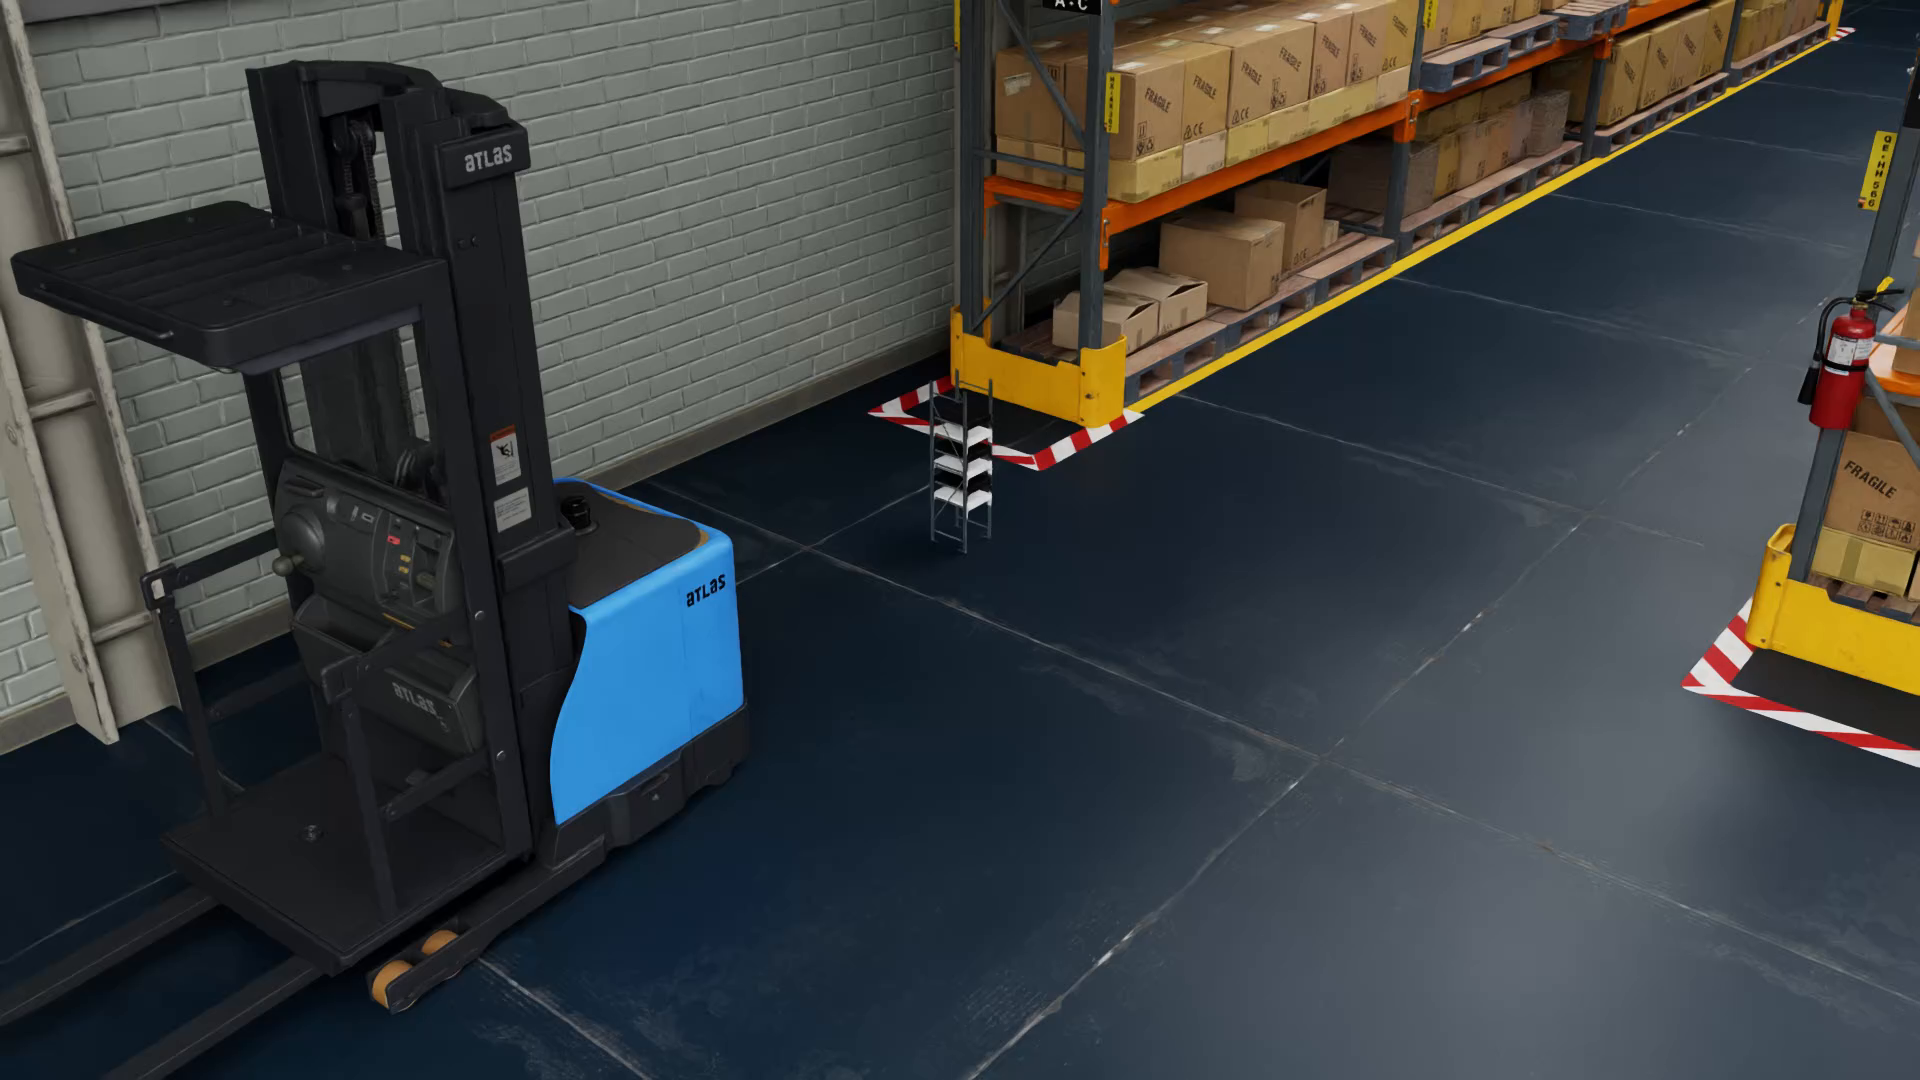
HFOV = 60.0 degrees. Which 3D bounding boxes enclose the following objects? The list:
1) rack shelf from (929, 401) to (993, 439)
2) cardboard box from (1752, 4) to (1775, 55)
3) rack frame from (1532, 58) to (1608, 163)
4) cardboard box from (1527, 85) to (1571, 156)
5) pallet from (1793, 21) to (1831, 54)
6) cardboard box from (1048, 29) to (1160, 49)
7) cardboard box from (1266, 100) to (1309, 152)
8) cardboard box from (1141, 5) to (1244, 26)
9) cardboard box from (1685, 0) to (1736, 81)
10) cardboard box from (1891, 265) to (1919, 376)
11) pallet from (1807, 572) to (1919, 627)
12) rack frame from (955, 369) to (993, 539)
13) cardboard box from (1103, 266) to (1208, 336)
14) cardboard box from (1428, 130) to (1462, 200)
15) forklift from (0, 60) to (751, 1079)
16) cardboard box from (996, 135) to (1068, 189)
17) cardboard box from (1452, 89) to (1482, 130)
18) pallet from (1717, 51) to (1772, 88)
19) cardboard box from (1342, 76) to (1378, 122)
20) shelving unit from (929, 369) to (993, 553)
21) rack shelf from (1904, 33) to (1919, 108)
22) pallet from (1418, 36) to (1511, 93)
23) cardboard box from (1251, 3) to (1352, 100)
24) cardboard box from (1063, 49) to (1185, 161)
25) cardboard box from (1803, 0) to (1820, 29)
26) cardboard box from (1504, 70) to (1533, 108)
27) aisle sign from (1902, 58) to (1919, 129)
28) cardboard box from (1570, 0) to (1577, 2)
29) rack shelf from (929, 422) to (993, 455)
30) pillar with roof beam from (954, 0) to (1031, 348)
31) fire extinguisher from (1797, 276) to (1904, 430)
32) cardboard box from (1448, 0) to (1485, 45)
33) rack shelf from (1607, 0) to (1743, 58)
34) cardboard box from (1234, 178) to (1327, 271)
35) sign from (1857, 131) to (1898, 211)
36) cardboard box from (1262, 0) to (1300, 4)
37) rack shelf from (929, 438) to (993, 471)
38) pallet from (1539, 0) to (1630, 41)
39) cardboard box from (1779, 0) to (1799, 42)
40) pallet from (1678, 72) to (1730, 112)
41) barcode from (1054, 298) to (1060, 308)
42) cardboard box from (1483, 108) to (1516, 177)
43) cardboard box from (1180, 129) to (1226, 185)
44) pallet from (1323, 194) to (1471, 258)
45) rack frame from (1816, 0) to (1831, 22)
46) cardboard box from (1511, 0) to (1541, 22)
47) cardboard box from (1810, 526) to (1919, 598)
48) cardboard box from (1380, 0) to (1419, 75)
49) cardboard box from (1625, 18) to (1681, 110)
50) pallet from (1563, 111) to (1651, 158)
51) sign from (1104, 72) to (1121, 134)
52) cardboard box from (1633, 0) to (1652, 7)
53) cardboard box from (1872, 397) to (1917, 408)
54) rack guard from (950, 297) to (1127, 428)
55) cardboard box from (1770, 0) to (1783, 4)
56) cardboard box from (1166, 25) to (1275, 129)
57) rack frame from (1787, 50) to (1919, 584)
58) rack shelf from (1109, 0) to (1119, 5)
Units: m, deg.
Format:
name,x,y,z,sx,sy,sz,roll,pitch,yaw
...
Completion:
name,x,y,z,sx,sy,sz,roll,pitch,yaw
rack shelf,0.005,-0.613,8.440,0.258,0.077,0.200,21,34,34
cardboard box,8.934,-5.945,19.240,0.700,0.500,0.500,20,34,34
rack frame,5.513,-5.038,15.224,1.000,3.000,0.127,21,34,34
cardboard box,5.095,-3.853,15.174,0.700,0.500,0.500,21,34,35
pallet,10.153,-6.329,20.755,1.003,0.211,1.213,21,34,34
cardboard box,0.888,-2.882,10.381,0.500,0.500,0.500,21,34,35
cardboard box,1.951,-2.770,10.981,0.500,0.250,0.500,21,34,35
cardboard box,1.534,-3.245,11.083,0.500,0.500,0.500,21,34,35
cardboard box,7.744,-5.419,17.844,0.750,0.750,0.750,21,34,35
cardboard box,4.556,-0.961,7.235,0.700,0.500,0.500,21,34,34
pallet,4.703,0.200,8.133,1.003,0.211,1.213,21,34,34
rack frame,0.070,-0.439,8.618,0.240,0.900,0.006,21,34,34
cardboard box,1.296,-1.624,11.072,0.500,0.311,0.500,24,36,38
cardboard box,3.714,-3.169,13.852,0.700,0.500,0.500,20,33,33
forklift,-2.144,0.044,5.474,1.130,2.935,3.031,19,33,32
cardboard box,0.572,-2.366,10.201,0.500,0.250,0.500,21,34,35
cardboard box,4.029,-3.646,13.960,0.500,0.250,0.500,20,33,33
pallet,8.601,-5.464,19.083,1.003,0.211,1.213,21,34,34
cardboard box,2.578,-3.131,11.680,0.500,0.250,0.500,21,34,35
shelving unit,0.005,-0.403,8.549,0.258,0.900,0.210,21,34,34
rack shelf,5.521,-2.477,7.792,1.077,0.370,4.000,21,34,34
pallet,3.567,-3.763,12.968,1.003,0.211,1.213,21,34,34
cardboard box,2.265,-3.283,11.157,0.500,0.500,0.500,20,33,33
cardboard box,0.960,-2.558,9.756,0.500,0.500,0.500,21,34,34
cardboard box,10.233,-6.673,20.648,0.700,0.500,0.500,21,34,34
cardboard box,4.684,-4.002,14.647,0.500,0.250,0.500,21,34,35
aisle sign,3.981,-1.972,6.469,0.394,0.787,0.004,21,34,34
cardboard box,5.222,-5.108,14.772,0.700,0.500,0.500,16,32,29
rack shelf,0.005,-0.533,8.481,0.258,0.077,0.200,21,34,34
pillar with roof beam,3.524,-4.109,6.899,9.100,9.000,0.400,21,34,34
fire extinguisher,3.816,-0.815,7.144,0.296,0.674,0.183,21,34,34
cardboard box,3.680,-4.226,13.067,0.500,0.500,0.700,-24,36,-39
rack shelf,6.785,-5.427,16.760,1.077,0.370,4.000,21,34,34
cardboard box,2.339,-2.325,12.222,0.500,0.500,0.500,18,32,31
sign,3.839,-1.538,6.941,0.100,0.325,0.005,21,34,34
cardboard box,2.177,-3.607,11.783,0.500,0.500,0.500,21,34,34
rack shelf,0.005,-0.453,8.523,0.258,0.077,0.200,21,34,34
pallet,5.142,-4.669,14.719,1.213,0.211,1.003,21,34,34
cardboard box,9.596,-6.317,19.960,0.700,0.500,0.500,19,33,33
pallet,7.625,-4.922,18.035,1.003,0.211,1.213,21,34,34
barcode,0.637,-1.549,10.917,0.001,0.075,0.075,21,34,34
cardboard box,4.384,-3.519,14.530,0.700,0.500,0.500,21,34,34
cardboard box,1.299,-2.412,10.290,0.500,0.250,0.500,20,33,33
pallet,3.463,-2.658,13.658,1.003,0.211,1.213,21,34,34
rack frame,10.601,-7.874,20.707,1.000,3.000,0.127,21,34,34
cardboard box,4.446,-4.660,13.906,0.700,0.500,0.500,21,34,34
cardboard box,4.362,0.003,8.015,0.500,0.250,0.500,21,34,34
cardboard box,2.907,-3.637,11.841,0.500,0.500,0.500,21,34,34
cardboard box,6.644,-4.801,16.648,0.750,0.750,0.750,21,34,34
pallet,6.073,-4.057,16.362,1.003,0.211,1.213,21,34,34
sign,0.843,-2.427,9.236,0.100,0.325,0.005,21,34,34
cardboard box,6.302,-5.140,15.674,0.380,0.149,0.250,22,35,36
cardboard box,4.985,-0.689,8.537,0.500,0.500,0.500,21,34,34
rack guard,0.473,-1.118,10.367,1.175,0.500,0.348,21,34,34
cardboard box,9.302,-6.309,19.238,0.380,0.149,0.250,20,33,33
cardboard box,1.615,-2.912,10.440,0.500,0.500,0.500,19,33,33
rack frame,4.249,-0.755,6.945,1.000,3.000,0.127,21,34,34
rack shelf,1.696,-3.923,10.588,1.077,0.370,4.000,21,34,34
